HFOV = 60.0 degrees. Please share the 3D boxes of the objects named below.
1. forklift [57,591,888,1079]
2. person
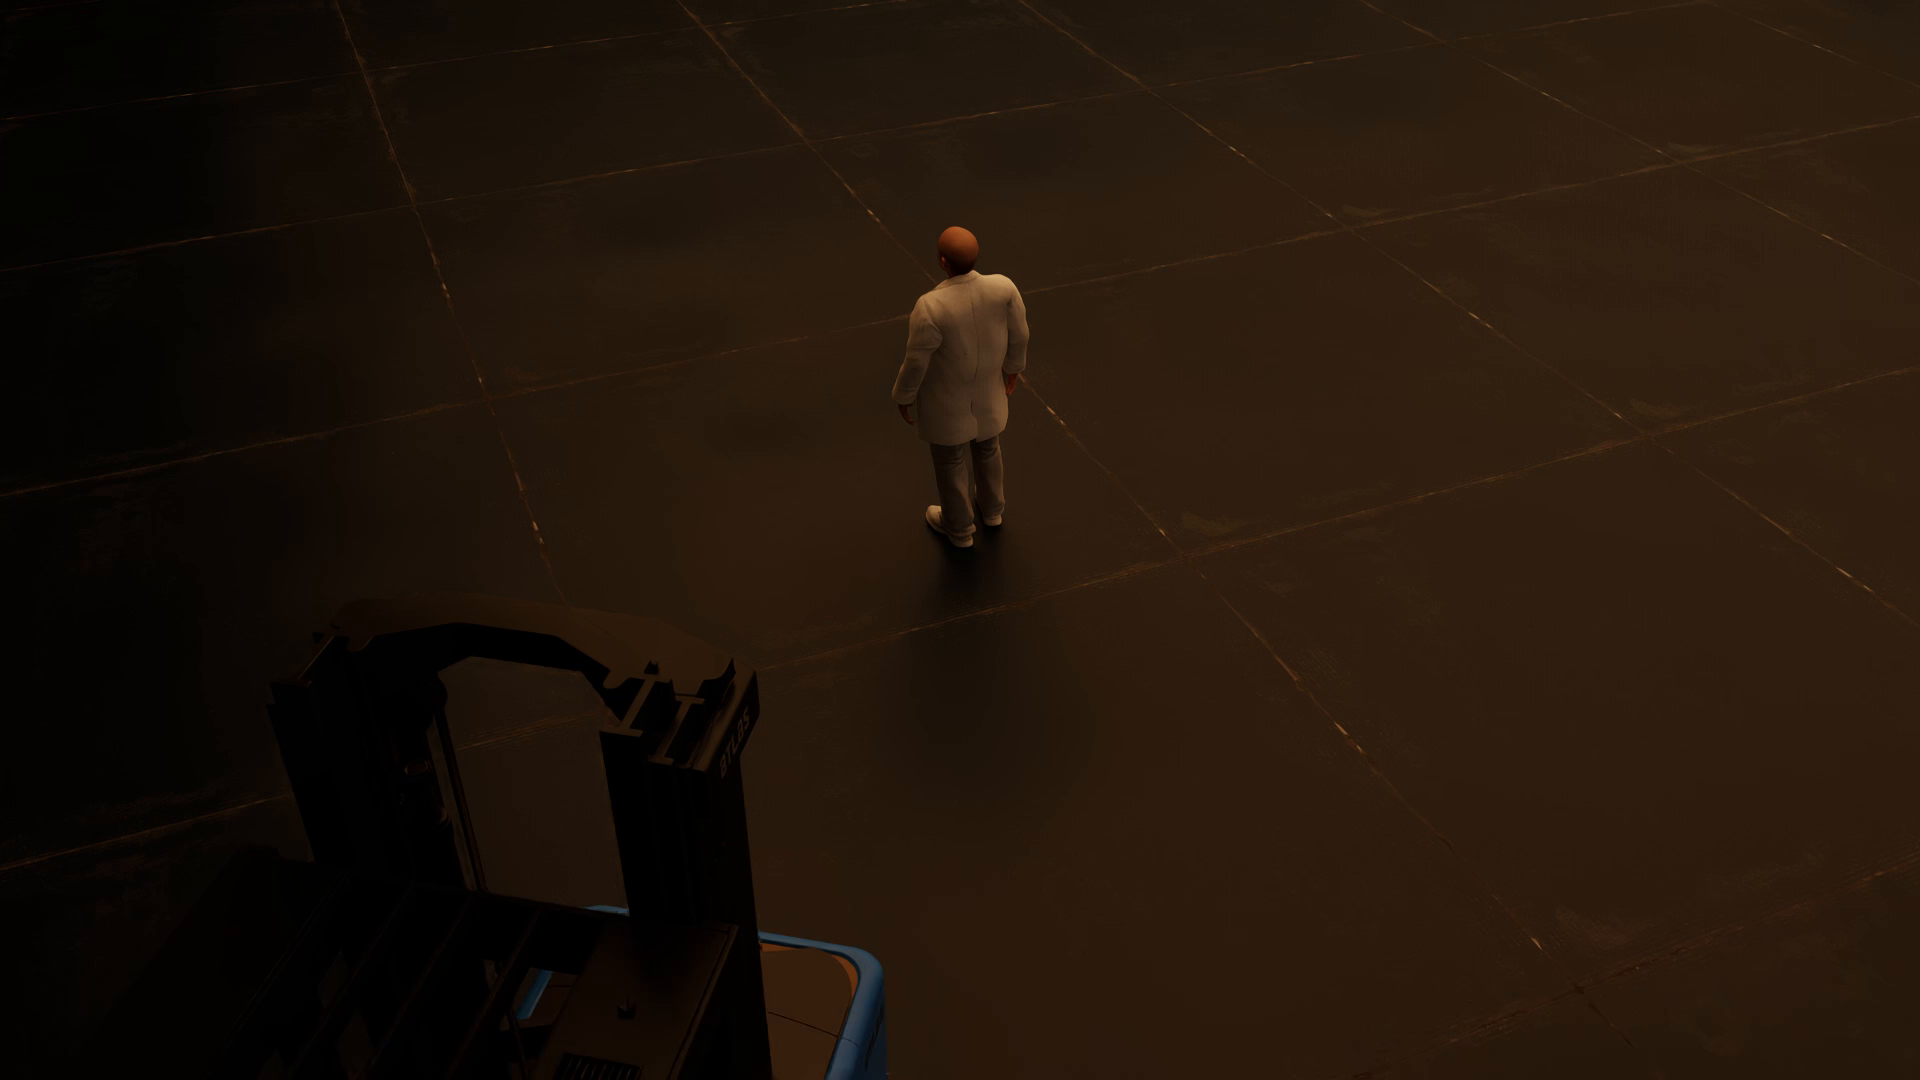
[{"bbox_3d":[-1.025,1.701,3.706,1.130,2.935,3.031,7,36,10],"label":"forklift"},{"bbox_3d":[-0.031,-0.779,8.178,0.696,1.775,0.581,-14,38,-19],"label":"person"}]
